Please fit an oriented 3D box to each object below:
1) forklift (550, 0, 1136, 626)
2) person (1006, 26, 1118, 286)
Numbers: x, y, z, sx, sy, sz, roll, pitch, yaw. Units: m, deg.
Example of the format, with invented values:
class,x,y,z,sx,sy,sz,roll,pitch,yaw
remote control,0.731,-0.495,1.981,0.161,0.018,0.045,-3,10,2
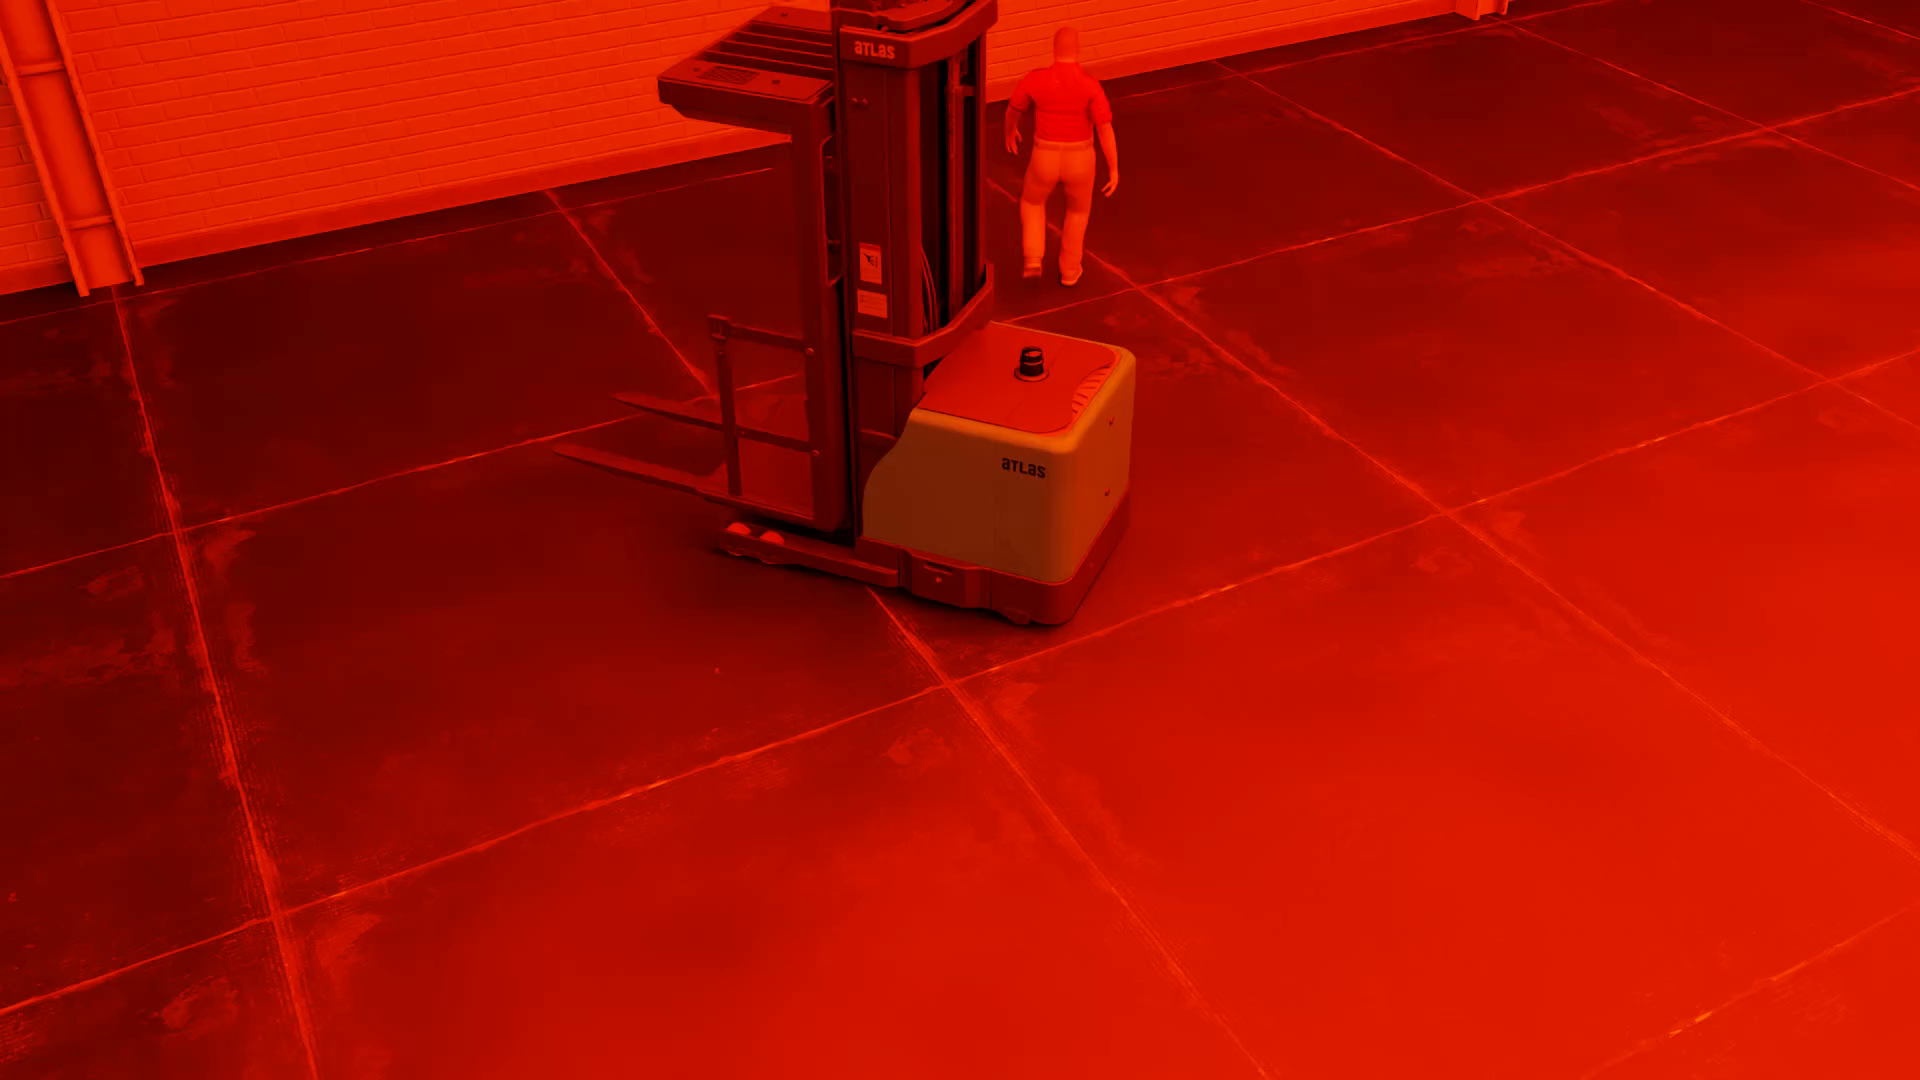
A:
class,x,y,z,sx,sy,sz,roll,pitch,yaw
forklift,-0.689,-1.336,8.012,3.031,2.935,1.130,14,38,19
person,0.642,-2.414,10.602,0.760,1.709,0.533,5,36,8
